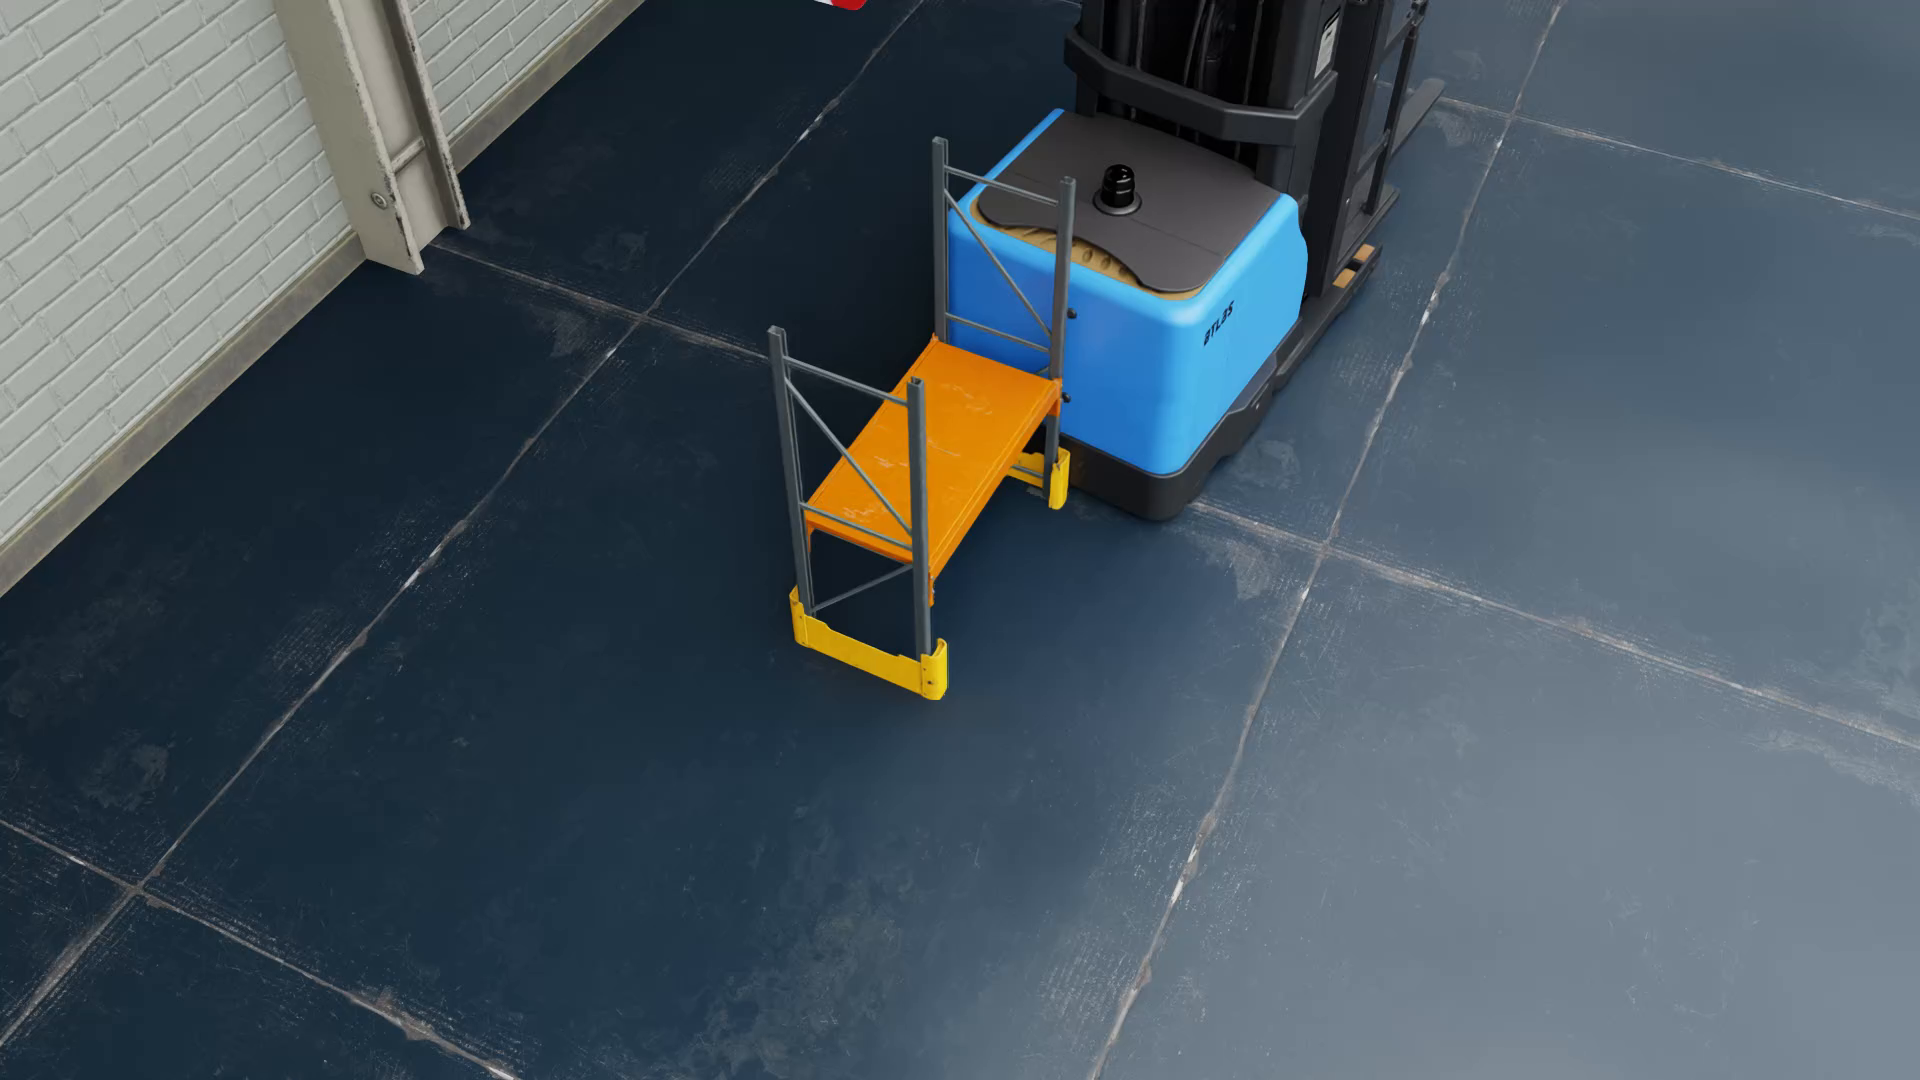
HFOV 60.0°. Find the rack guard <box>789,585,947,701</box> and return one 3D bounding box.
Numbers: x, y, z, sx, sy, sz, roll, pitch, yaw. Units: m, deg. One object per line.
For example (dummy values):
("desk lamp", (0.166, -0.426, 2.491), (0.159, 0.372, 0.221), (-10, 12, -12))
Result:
("rack guard", (-0.318, 0.353, 5.785), (0.587, 0.250, 0.087), (21, 53, 17))

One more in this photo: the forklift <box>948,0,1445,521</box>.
("forklift", (1.160, -2.127, 6.135), (1.130, 2.935, 3.031), (27, 55, 21))

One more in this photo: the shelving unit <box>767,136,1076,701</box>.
("shelving unit", (-0.091, -0.389, 5.596), (0.587, 1.500, 1.083), (21, 53, 17))

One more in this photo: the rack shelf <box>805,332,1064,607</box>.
("rack shelf", (-0.095, -0.266, 5.728), (0.538, 0.185, 1.000), (21, 53, 17))

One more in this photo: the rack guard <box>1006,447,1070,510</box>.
("rack guard", (0.137, -0.321, 6.359), (0.587, 0.250, 0.087), (21, 53, 17))

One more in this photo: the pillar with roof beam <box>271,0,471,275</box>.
("pillar with roof beam", (1.478, -2.852, 2.768), (9.100, 9.000, 0.400), (20, 52, 16))

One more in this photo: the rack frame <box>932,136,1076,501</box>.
("rack frame", (0.137, -0.727, 5.884), (0.500, 1.500, 0.032), (21, 53, 17))

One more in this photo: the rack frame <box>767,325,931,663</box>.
("rack frame", (-0.327, -0.039, 5.298), (0.500, 1.500, 0.032), (21, 53, 17))
